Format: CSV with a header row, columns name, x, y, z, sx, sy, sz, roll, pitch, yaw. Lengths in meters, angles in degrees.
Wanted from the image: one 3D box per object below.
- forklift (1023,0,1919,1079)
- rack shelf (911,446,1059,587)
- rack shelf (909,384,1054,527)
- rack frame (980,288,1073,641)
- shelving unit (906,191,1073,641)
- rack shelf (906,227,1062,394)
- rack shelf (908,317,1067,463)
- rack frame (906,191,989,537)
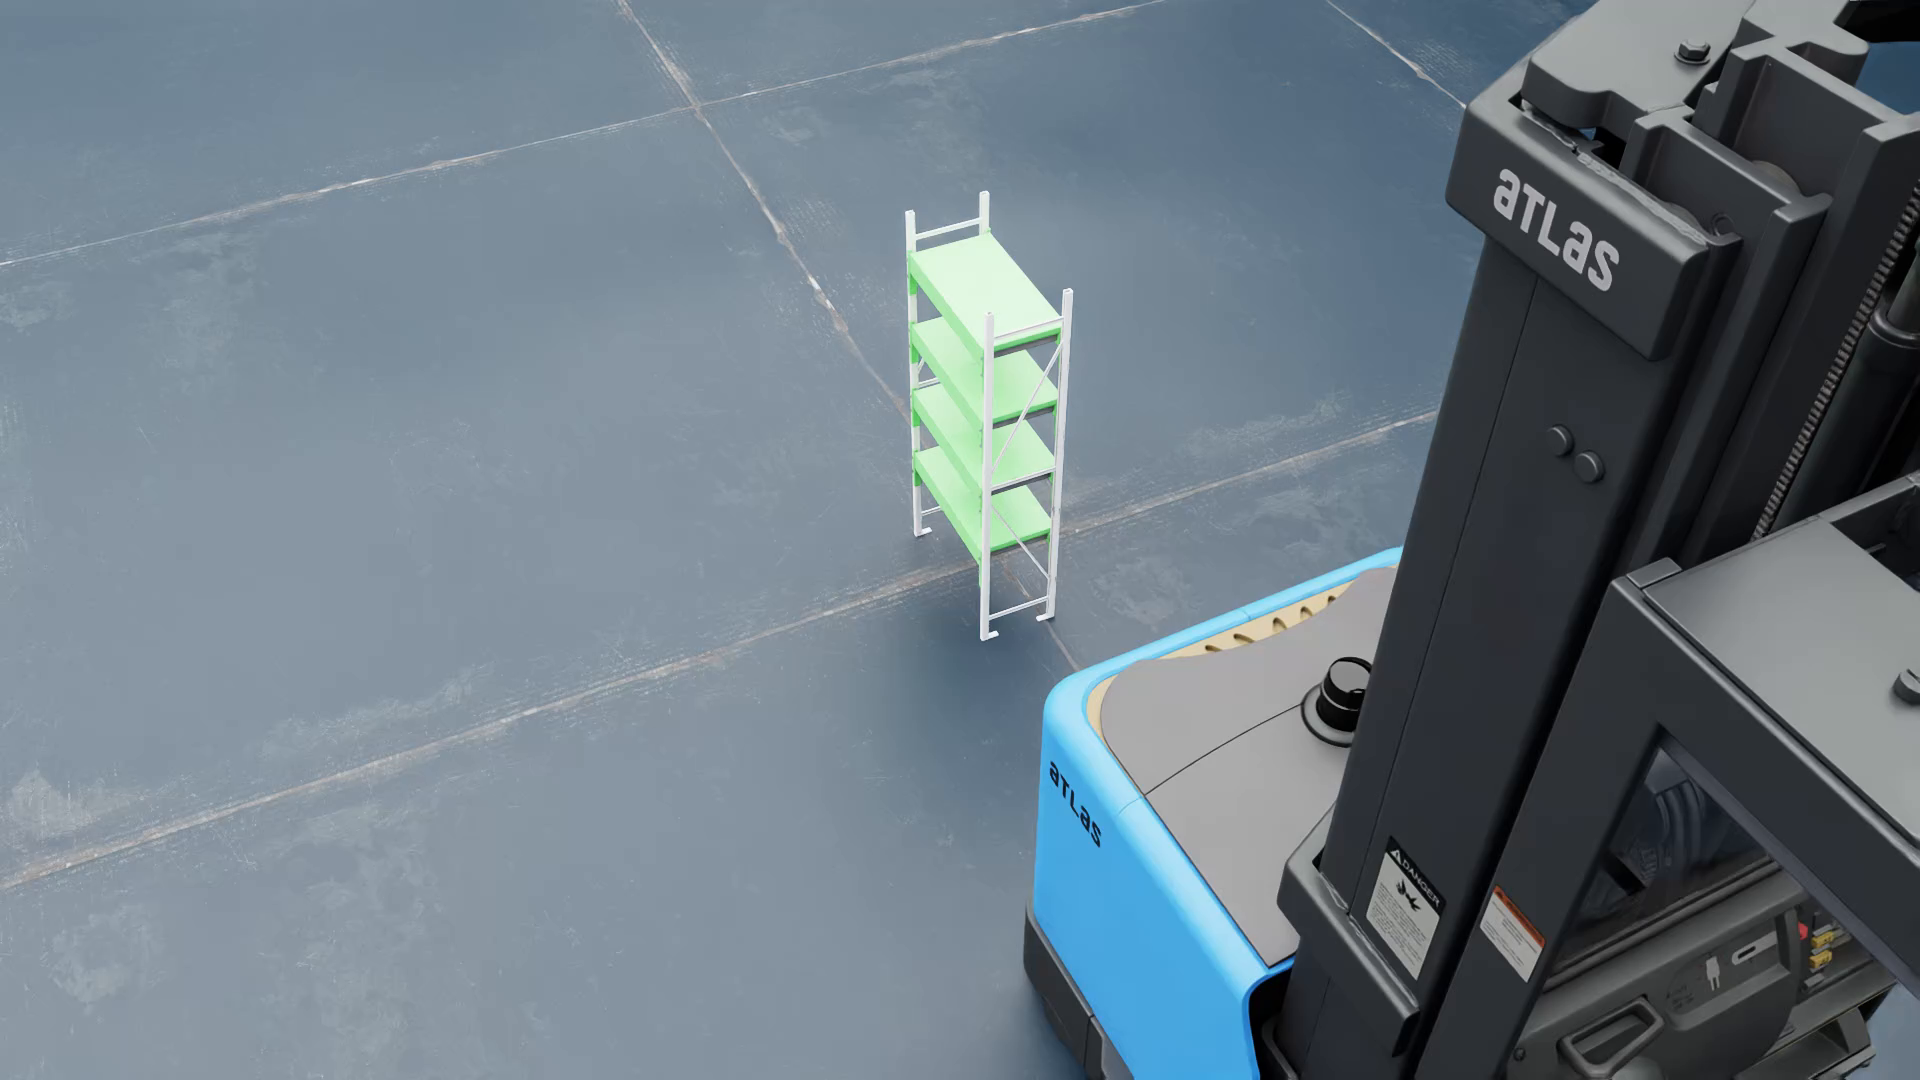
name,x,y,z,sx,sy,sz,roll,pitch,yaw
forklift,1.273,0.791,2.361,1.130,2.935,3.031,-20,48,-19
rack shelf,0.070,-0.105,4.935,0.258,0.148,0.480,-18,47,-17
rack shelf,0.070,-0.276,4.767,0.258,0.148,0.480,-18,47,-17
rack frame,0.172,-0.166,4.564,0.240,1.200,0.015,-18,47,-17
shelving unit,0.070,-0.322,4.722,0.258,1.200,0.503,-18,47,-17
rack shelf,0.070,-0.618,4.429,0.258,0.148,0.480,-18,47,-17
rack shelf,0.070,-0.447,4.598,0.258,0.148,0.480,-18,47,-17
rack frame,-0.033,-0.477,4.879,0.240,1.200,0.015,-18,47,-17
